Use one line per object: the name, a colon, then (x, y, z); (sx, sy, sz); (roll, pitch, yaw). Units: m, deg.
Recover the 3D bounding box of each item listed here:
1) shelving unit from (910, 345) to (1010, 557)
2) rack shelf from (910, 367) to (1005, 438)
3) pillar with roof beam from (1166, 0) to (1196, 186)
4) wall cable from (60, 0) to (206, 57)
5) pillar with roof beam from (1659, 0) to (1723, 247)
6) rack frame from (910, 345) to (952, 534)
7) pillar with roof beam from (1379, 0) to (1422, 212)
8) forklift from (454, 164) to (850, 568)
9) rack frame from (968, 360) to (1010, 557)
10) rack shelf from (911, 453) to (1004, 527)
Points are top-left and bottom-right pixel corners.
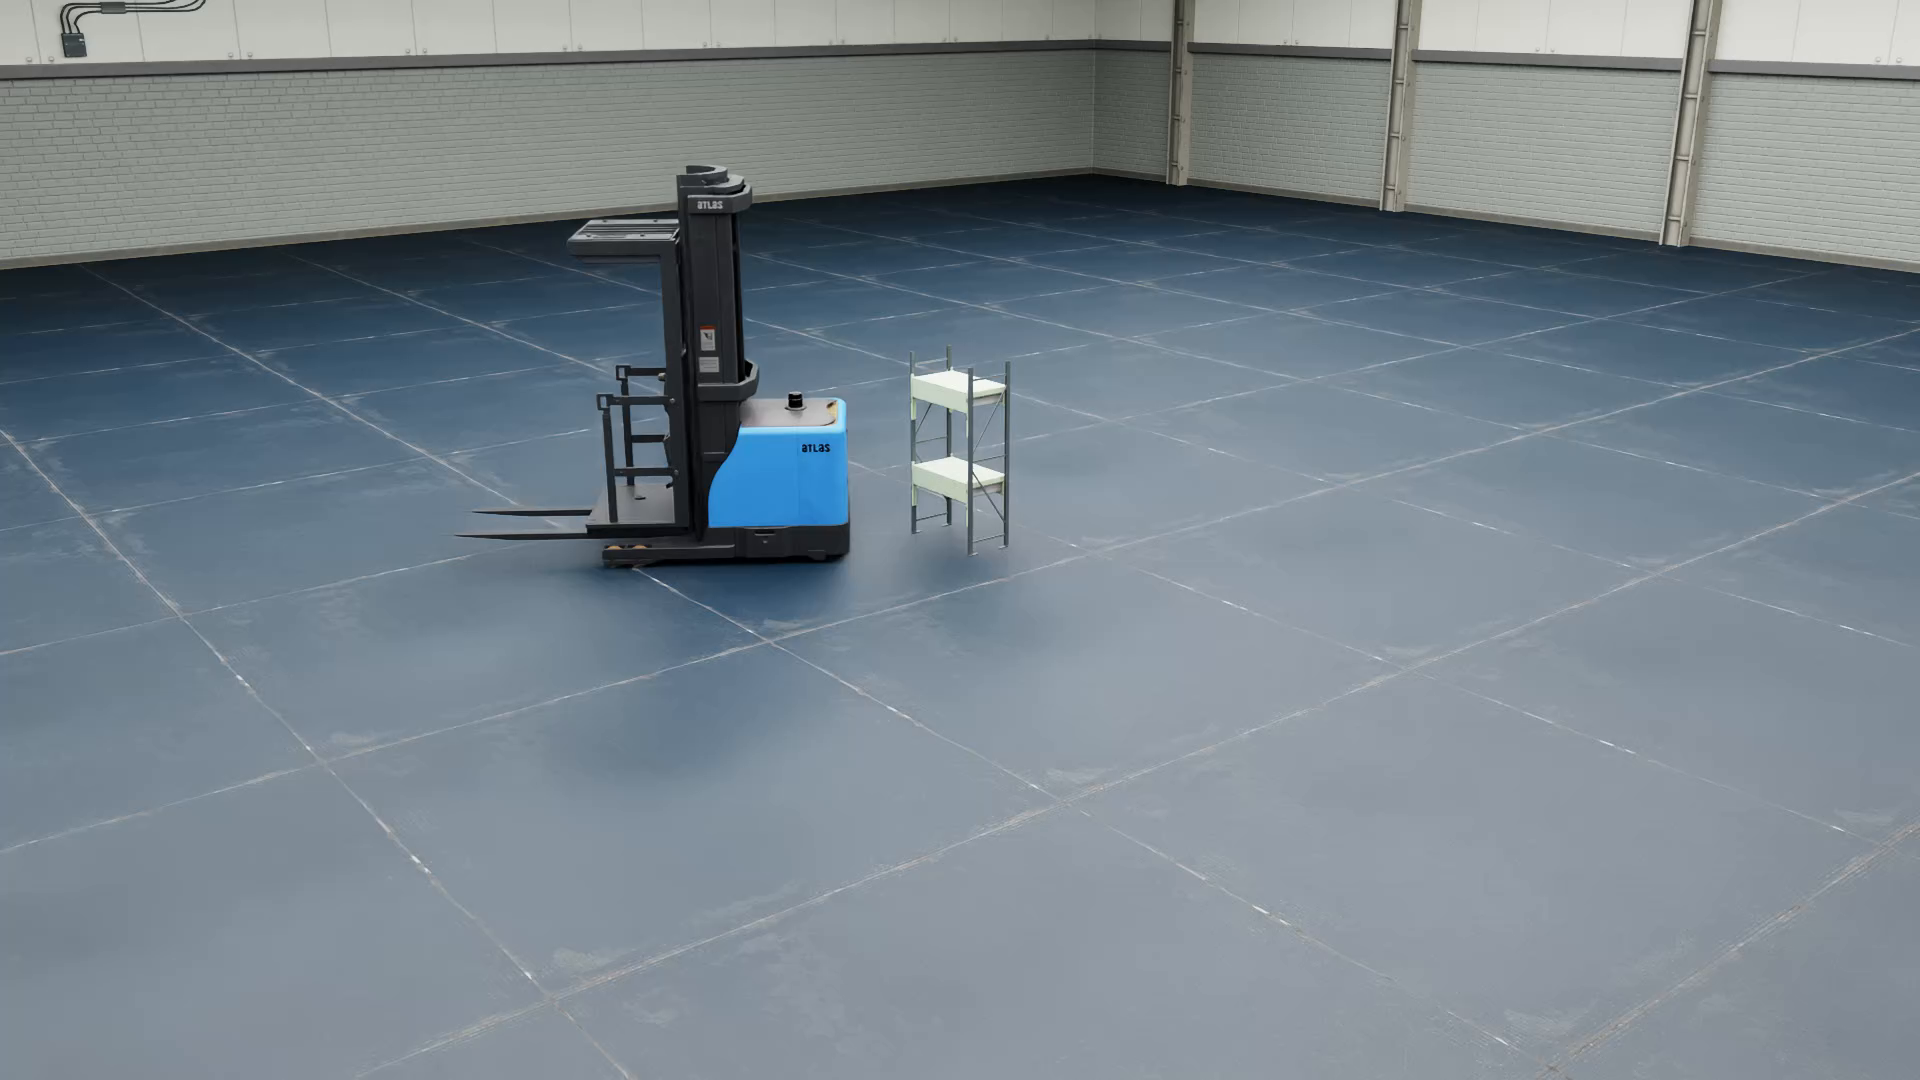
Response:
shelving unit: (-0.004, -0.714, 13.132); (0.431, 1.500, 0.755); (-14, 23, -36)
rack shelf: (-0.004, -1.084, 13.009); (0.431, 0.370, 0.720); (-14, 23, -36)
pillar with roof beam: (1.548, -11.507, 33.796); (9.100, 9.000, 0.400); (-14, 23, -36)
wall cable: (-13.111, -10.646, 25.788); (2.305, 6.003, 0.169); (-14, 23, -36)
pillar with roof beam: (8.999, -8.550, 24.867); (9.100, 9.000, 0.400); (-14, 23, -36)
rack frame: (-0.231, -0.804, 13.404); (0.400, 1.500, 0.023); (-14, 23, -36)
pillar with roof beam: (5.274, -10.028, 29.332); (9.100, 9.000, 0.400); (-14, 23, -36)
forklift: (-2.393, -1.349, 12.774); (3.031, 2.935, 1.130); (-1, 18, -3)
rack frame: (0.223, -0.623, 12.859); (0.400, 1.500, 0.023); (-14, 23, -36)
rack shelf: (-0.004, -0.404, 13.234); (0.431, 0.370, 0.720); (-14, 23, -36)
